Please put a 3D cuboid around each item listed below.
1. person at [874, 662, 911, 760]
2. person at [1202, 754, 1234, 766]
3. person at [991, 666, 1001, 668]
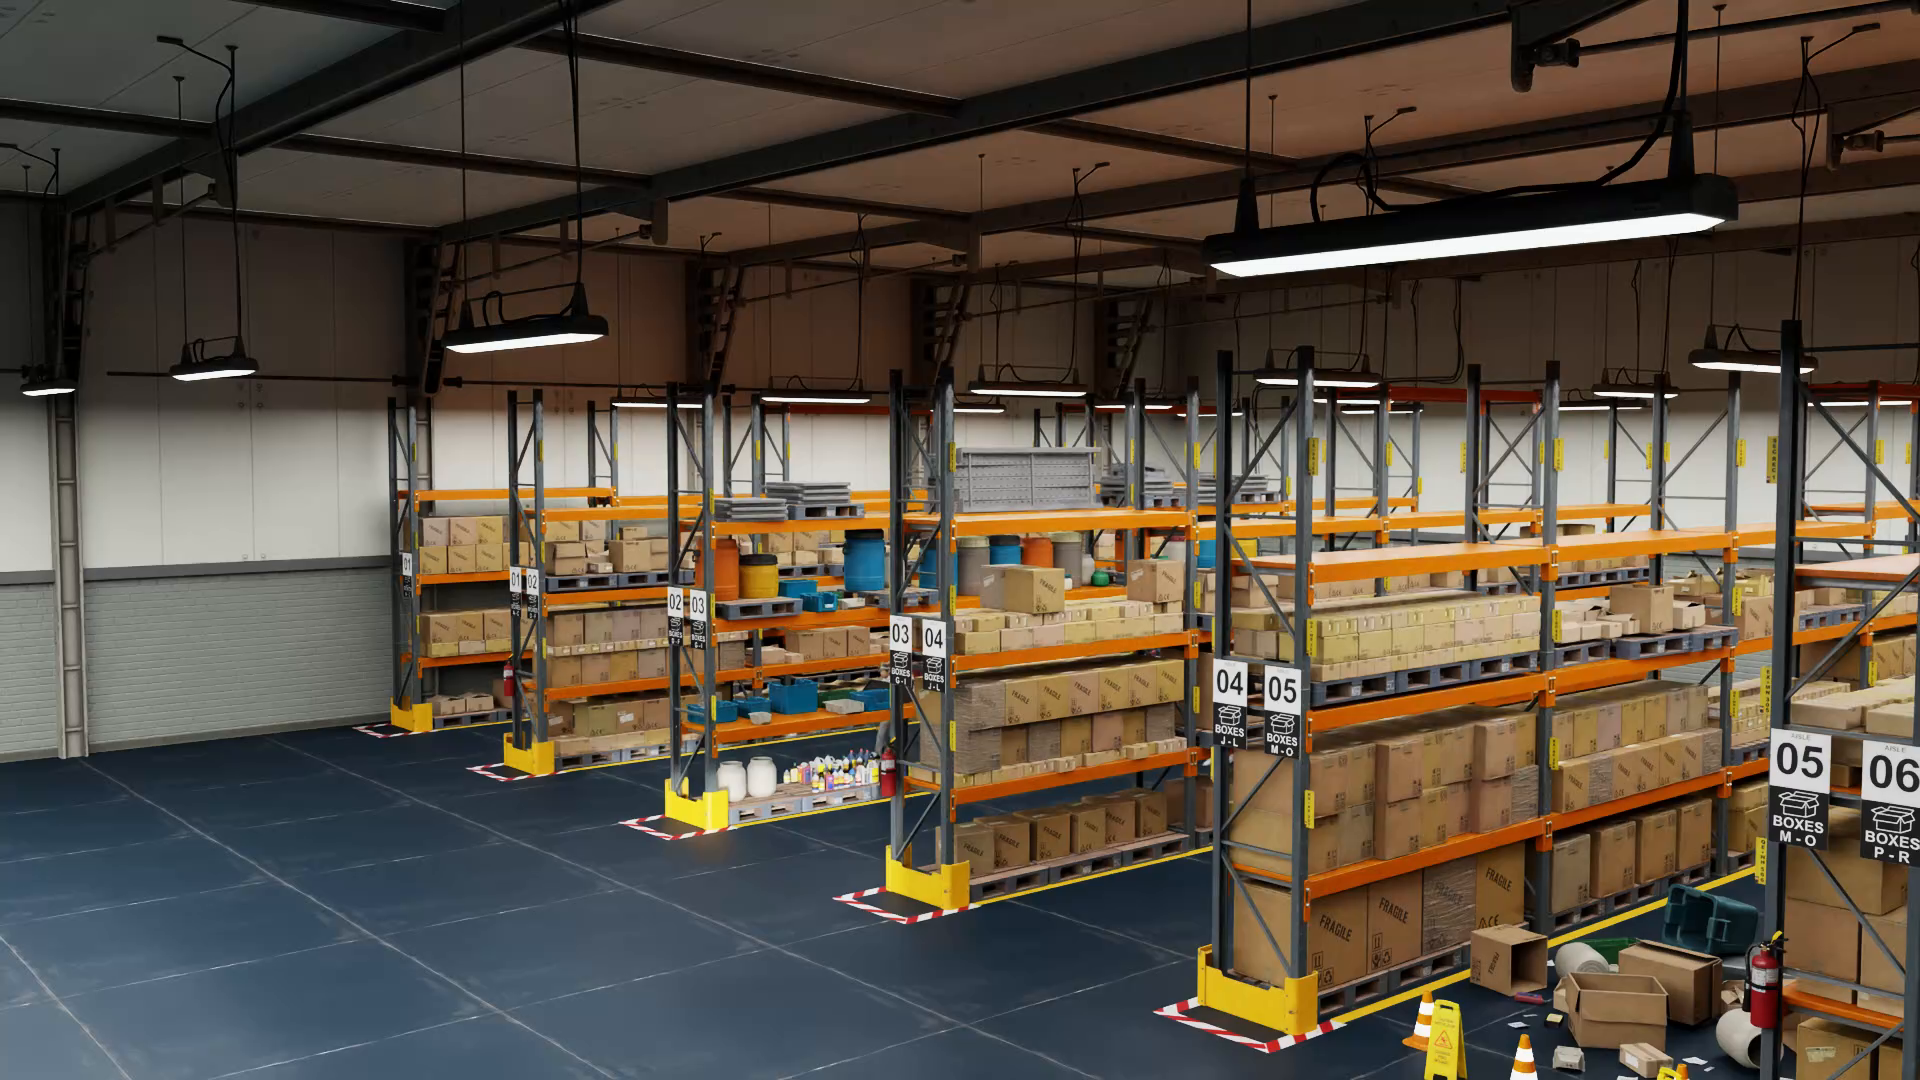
[{"bbox_3d":[-1.184,2.780,26.589,0.828,1.669,0.516,-1,3,-13],"label":"person"},{"bbox_3d":[4.197,2.736,26.710,0.626,1.831,0.621,-2,4,-37],"label":"person"},{"bbox_3d":[0.572,2.534,30.011,0.566,1.830,0.583,-3,4,-37],"label":"person"}]
